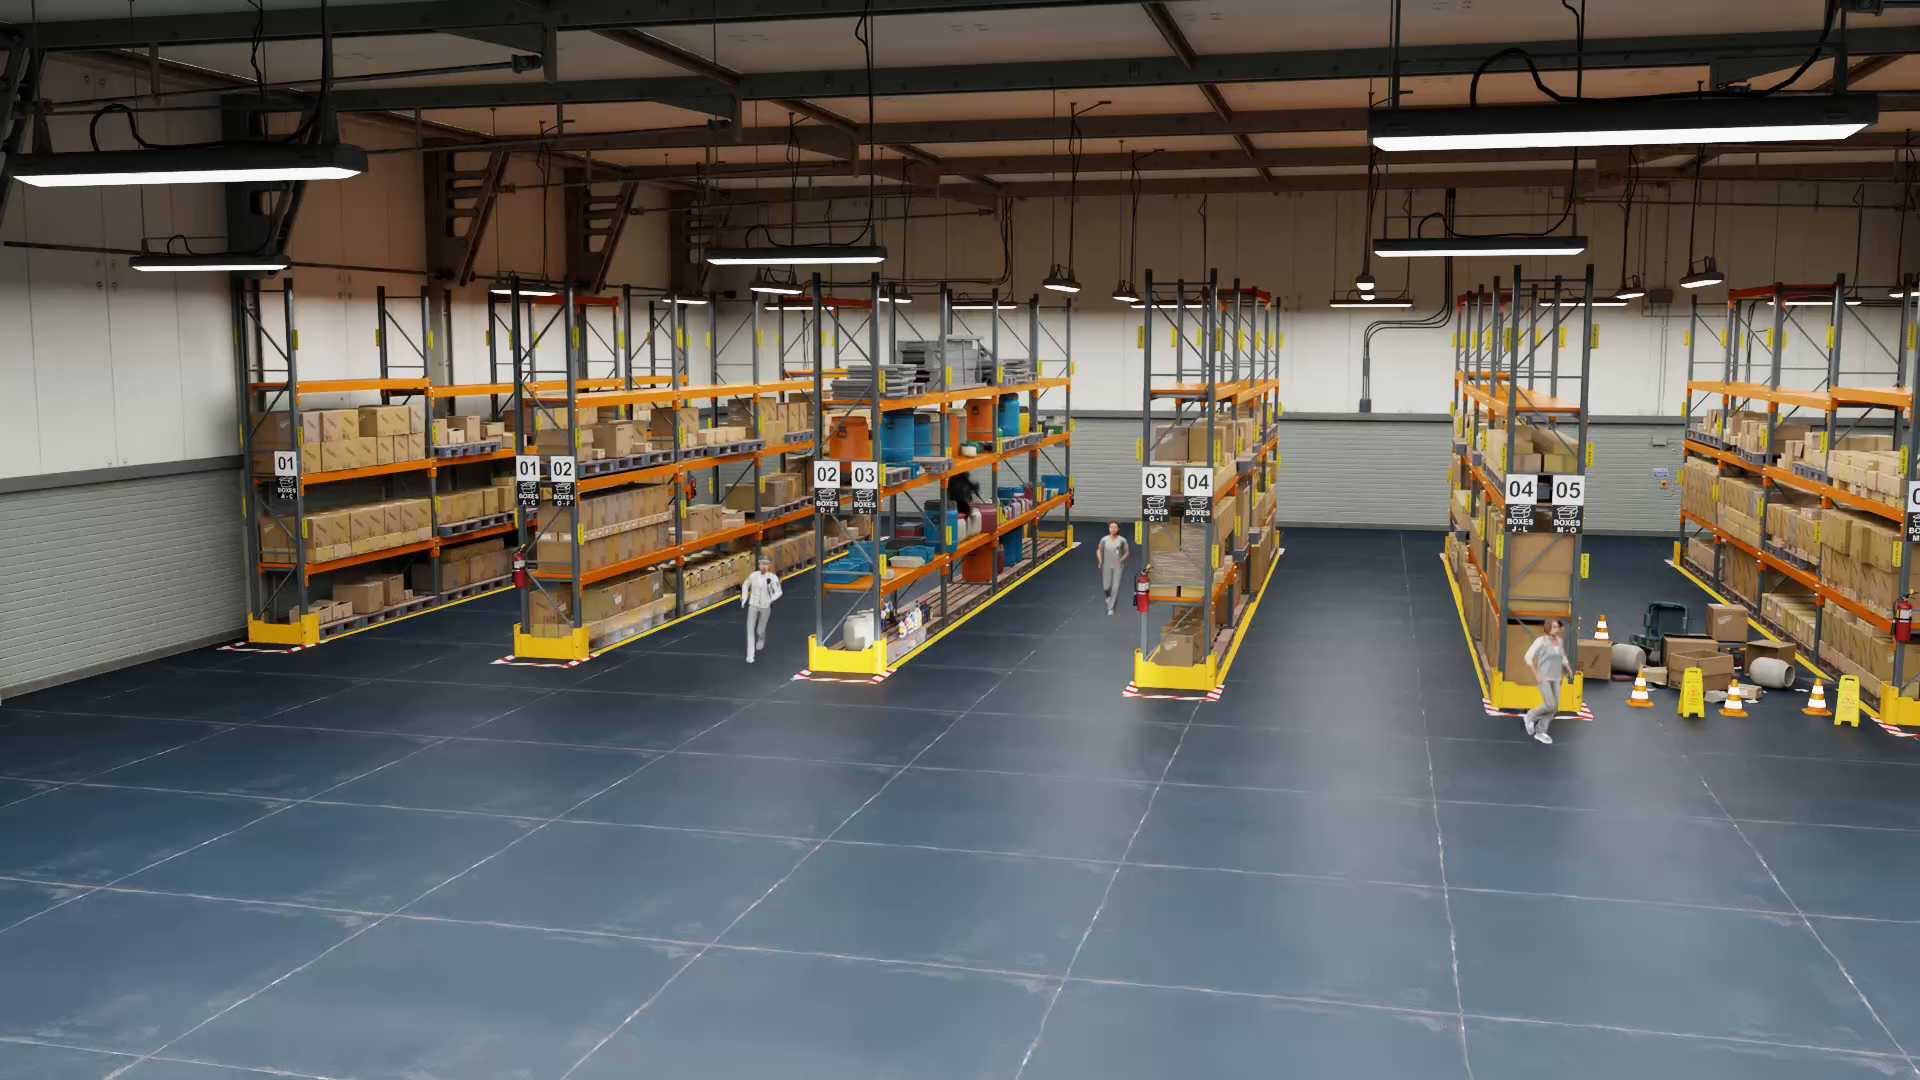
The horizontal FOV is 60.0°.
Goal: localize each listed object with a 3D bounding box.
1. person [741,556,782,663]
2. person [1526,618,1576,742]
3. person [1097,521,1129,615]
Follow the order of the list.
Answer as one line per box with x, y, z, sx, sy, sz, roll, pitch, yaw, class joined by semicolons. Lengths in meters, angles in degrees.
-3.130;1.075;26.183;0.659;1.673;0.678;0;7;3;person
7.384;1.755;20.689;0.546;1.567;0.524;-3;8;-25;person
2.609;0.491;28.473;0.560;1.632;0.514;1;7;8;person
